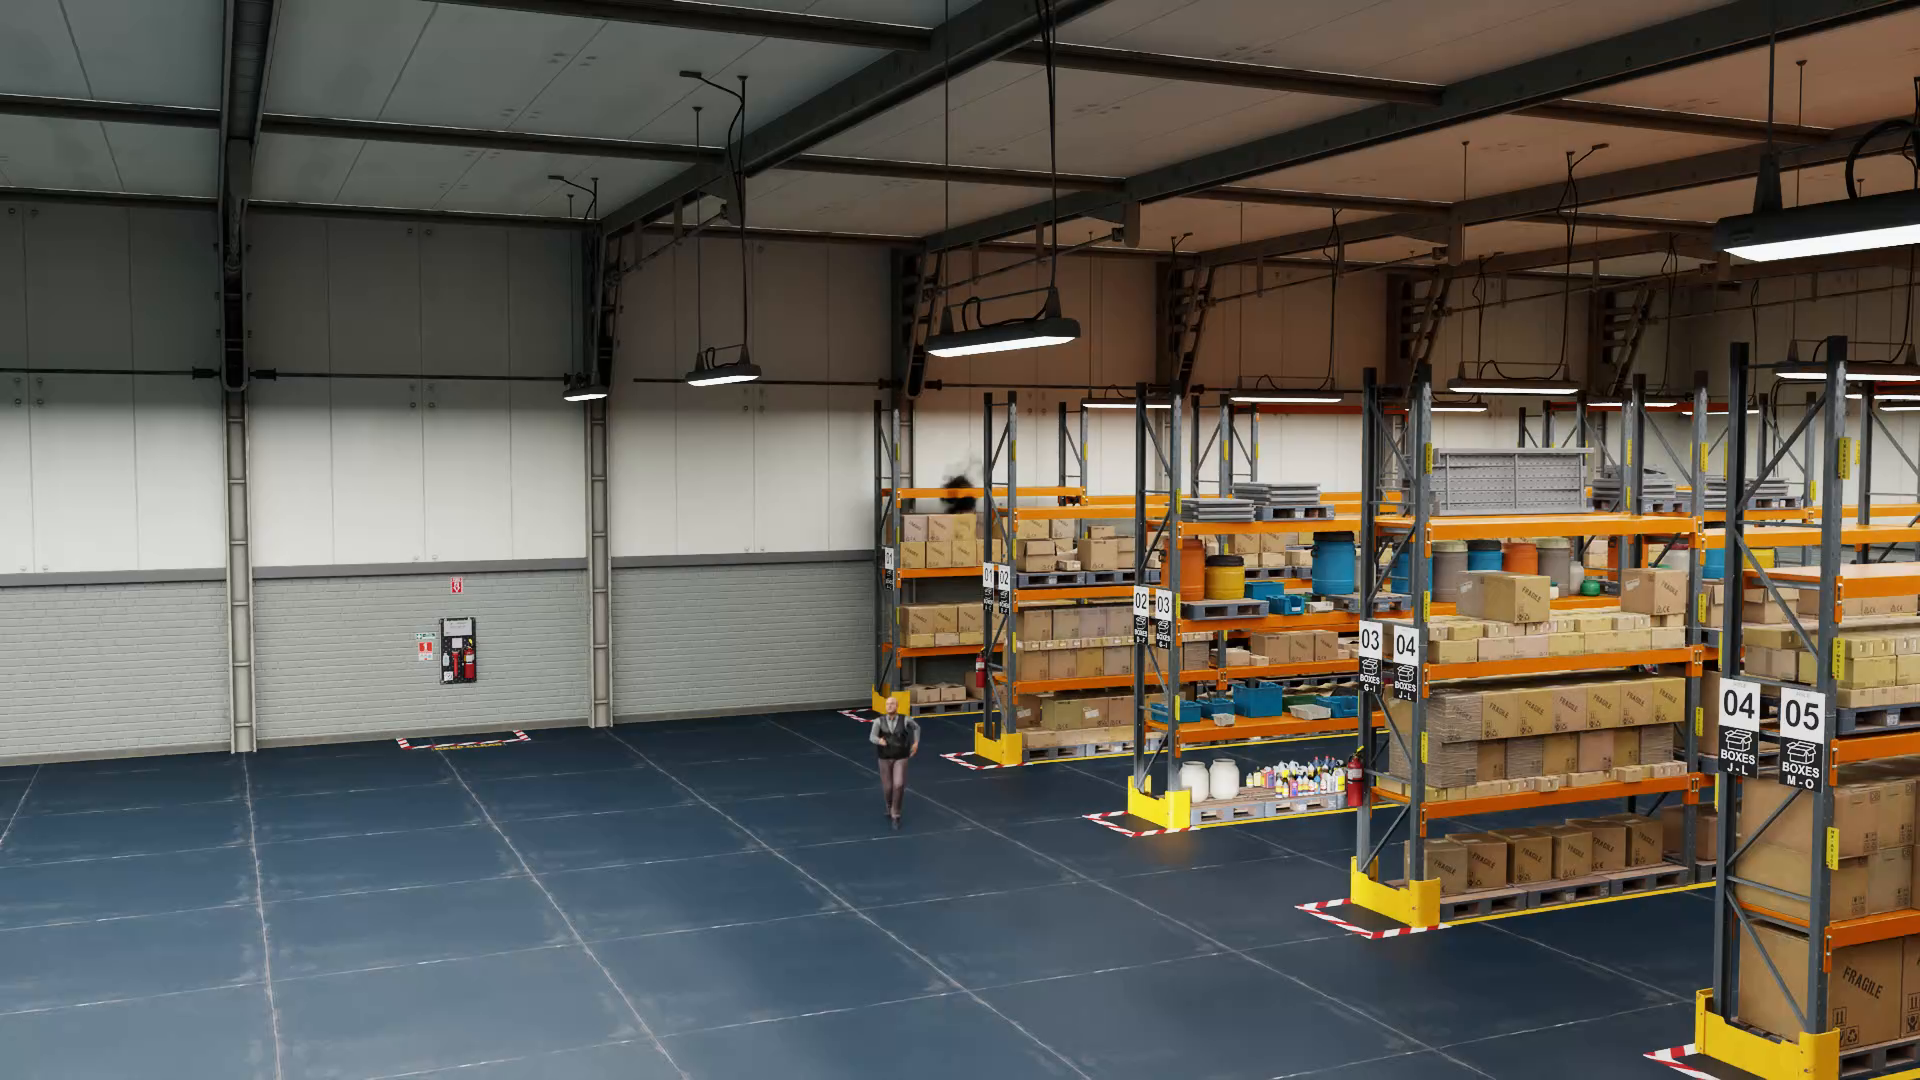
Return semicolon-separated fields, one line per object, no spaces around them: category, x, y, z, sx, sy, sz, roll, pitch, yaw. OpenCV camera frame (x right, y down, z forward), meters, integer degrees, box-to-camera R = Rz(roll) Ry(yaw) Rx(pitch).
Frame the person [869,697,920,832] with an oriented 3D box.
person;-0.901;3.002;22.525;0.659;1.747;0.882;0;3;7
